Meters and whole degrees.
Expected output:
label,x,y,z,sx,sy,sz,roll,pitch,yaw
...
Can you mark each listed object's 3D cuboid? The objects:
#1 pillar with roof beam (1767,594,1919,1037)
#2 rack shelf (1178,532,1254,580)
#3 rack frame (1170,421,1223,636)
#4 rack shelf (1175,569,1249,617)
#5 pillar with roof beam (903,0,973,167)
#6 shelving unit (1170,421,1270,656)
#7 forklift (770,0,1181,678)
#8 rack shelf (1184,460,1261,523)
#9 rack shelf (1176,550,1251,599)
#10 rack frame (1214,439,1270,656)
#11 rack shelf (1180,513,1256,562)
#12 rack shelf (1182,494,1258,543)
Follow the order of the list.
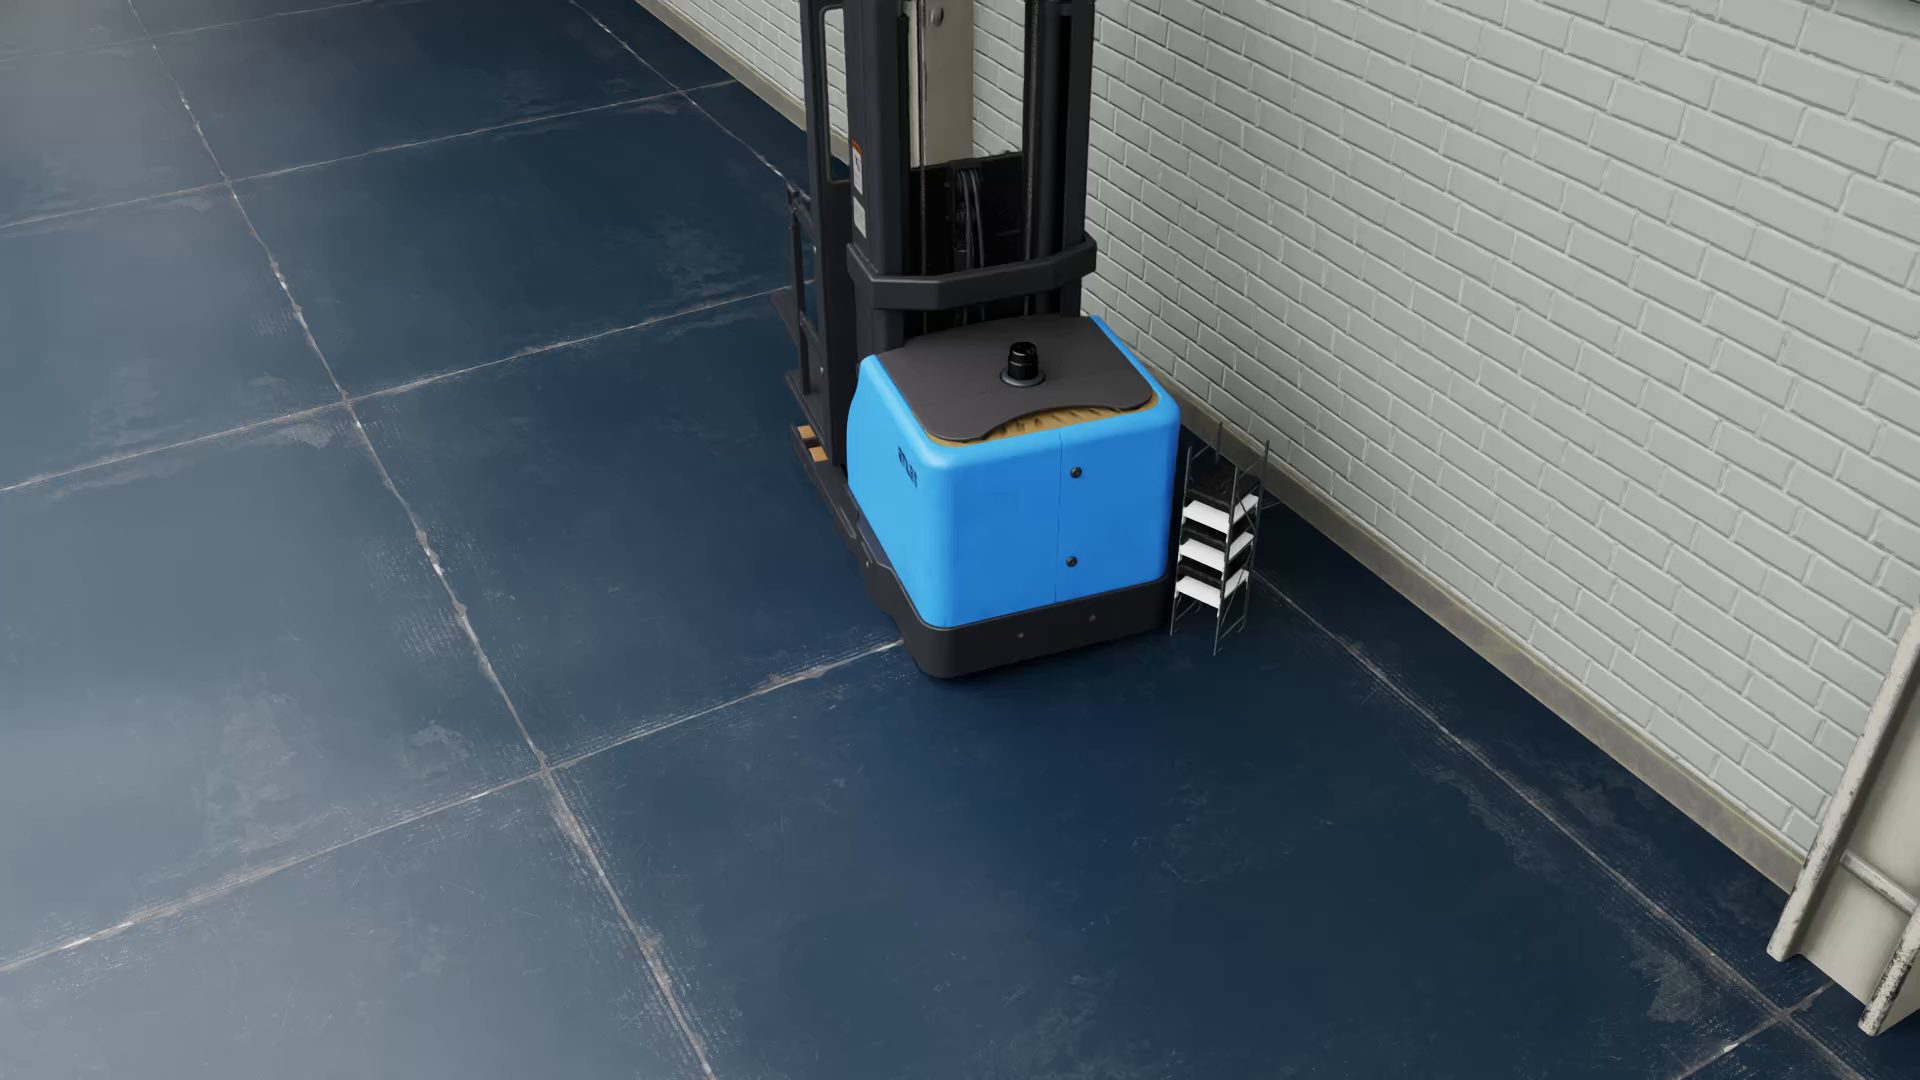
label,x,y,z,sx,sy,sz,roll,pitch,yaw
pillar with roof beam,-0.866,-0.965,0.942,9.100,9.000,0.400,-19,40,-24
rack shelf,1.006,0.032,6.500,0.200,0.077,0.258,25,43,30
rack frame,0.926,-0.032,6.531,0.006,0.900,0.240,25,43,30
rack shelf,1.006,0.177,6.606,0.200,0.077,0.258,25,43,30
pillar with roof beam,-3.880,-4.025,5.132,9.100,9.000,0.400,-19,40,-24
shelving unit,1.006,0.005,6.481,0.210,0.900,0.258,25,43,30
forklift,-0.147,-1.521,6.847,1.130,2.935,3.031,-12,38,-16
rack shelf,1.006,-0.186,6.341,0.200,0.077,0.258,25,43,30
rack shelf,1.006,0.104,6.553,0.200,0.077,0.258,25,43,30
rack frame,1.086,0.042,6.430,0.006,0.900,0.240,25,43,30
rack shelf,1.006,-0.041,6.447,0.200,0.077,0.258,25,43,30
rack shelf,1.006,-0.114,6.394,0.200,0.077,0.258,25,43,30
